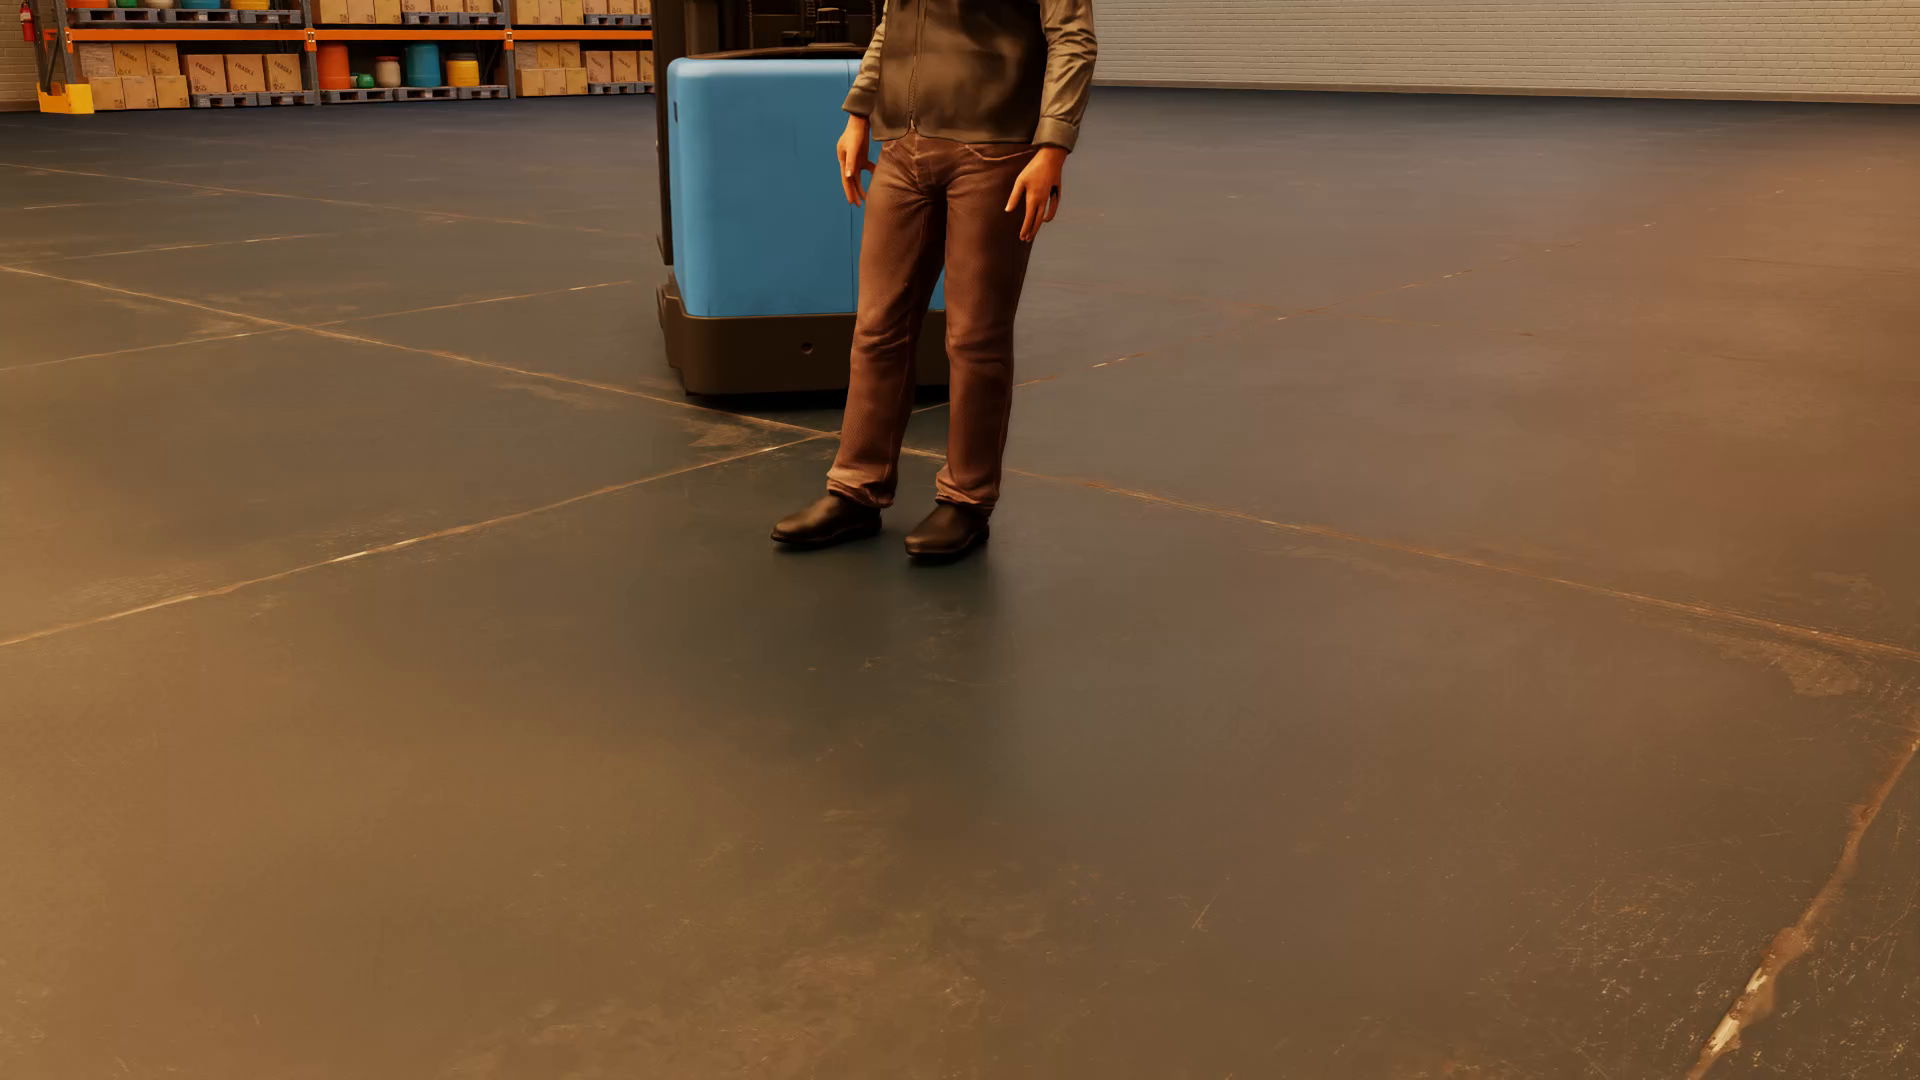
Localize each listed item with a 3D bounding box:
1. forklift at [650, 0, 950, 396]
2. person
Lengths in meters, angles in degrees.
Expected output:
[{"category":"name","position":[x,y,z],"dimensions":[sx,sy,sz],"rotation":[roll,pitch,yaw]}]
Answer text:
[{"category":"forklift","position":[-0.639,-2.242,6.282],"dimensions":[1.130,2.935,3.031],"rotation":[-3,17,-11]},{"category":"person","position":[-0.045,-0.818,3.648],"dimensions":[0.633,1.721,0.568],"rotation":[13,21,37]}]
